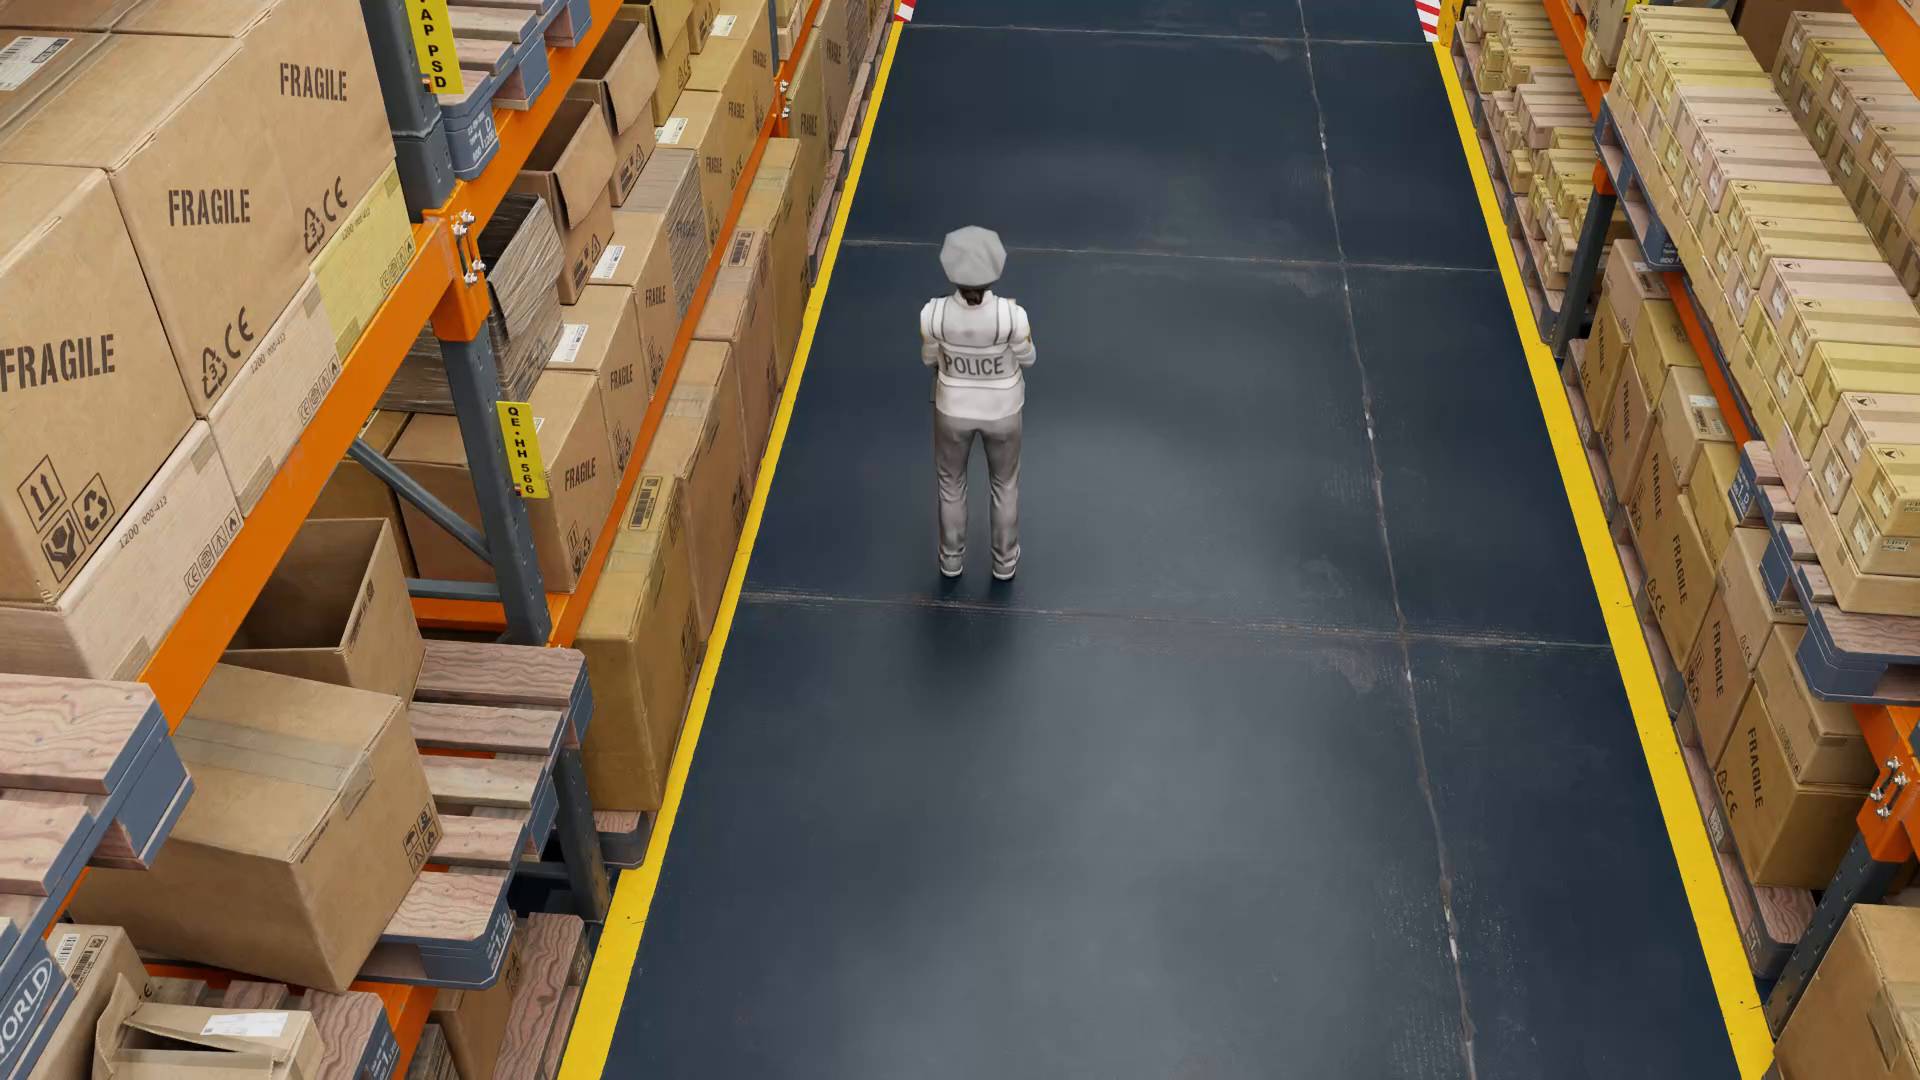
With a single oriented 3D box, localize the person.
[{"bbox_3d":[0.074,-0.579,6.819,0.460,1.686,0.564,3,40,3],"label":"person"}]
